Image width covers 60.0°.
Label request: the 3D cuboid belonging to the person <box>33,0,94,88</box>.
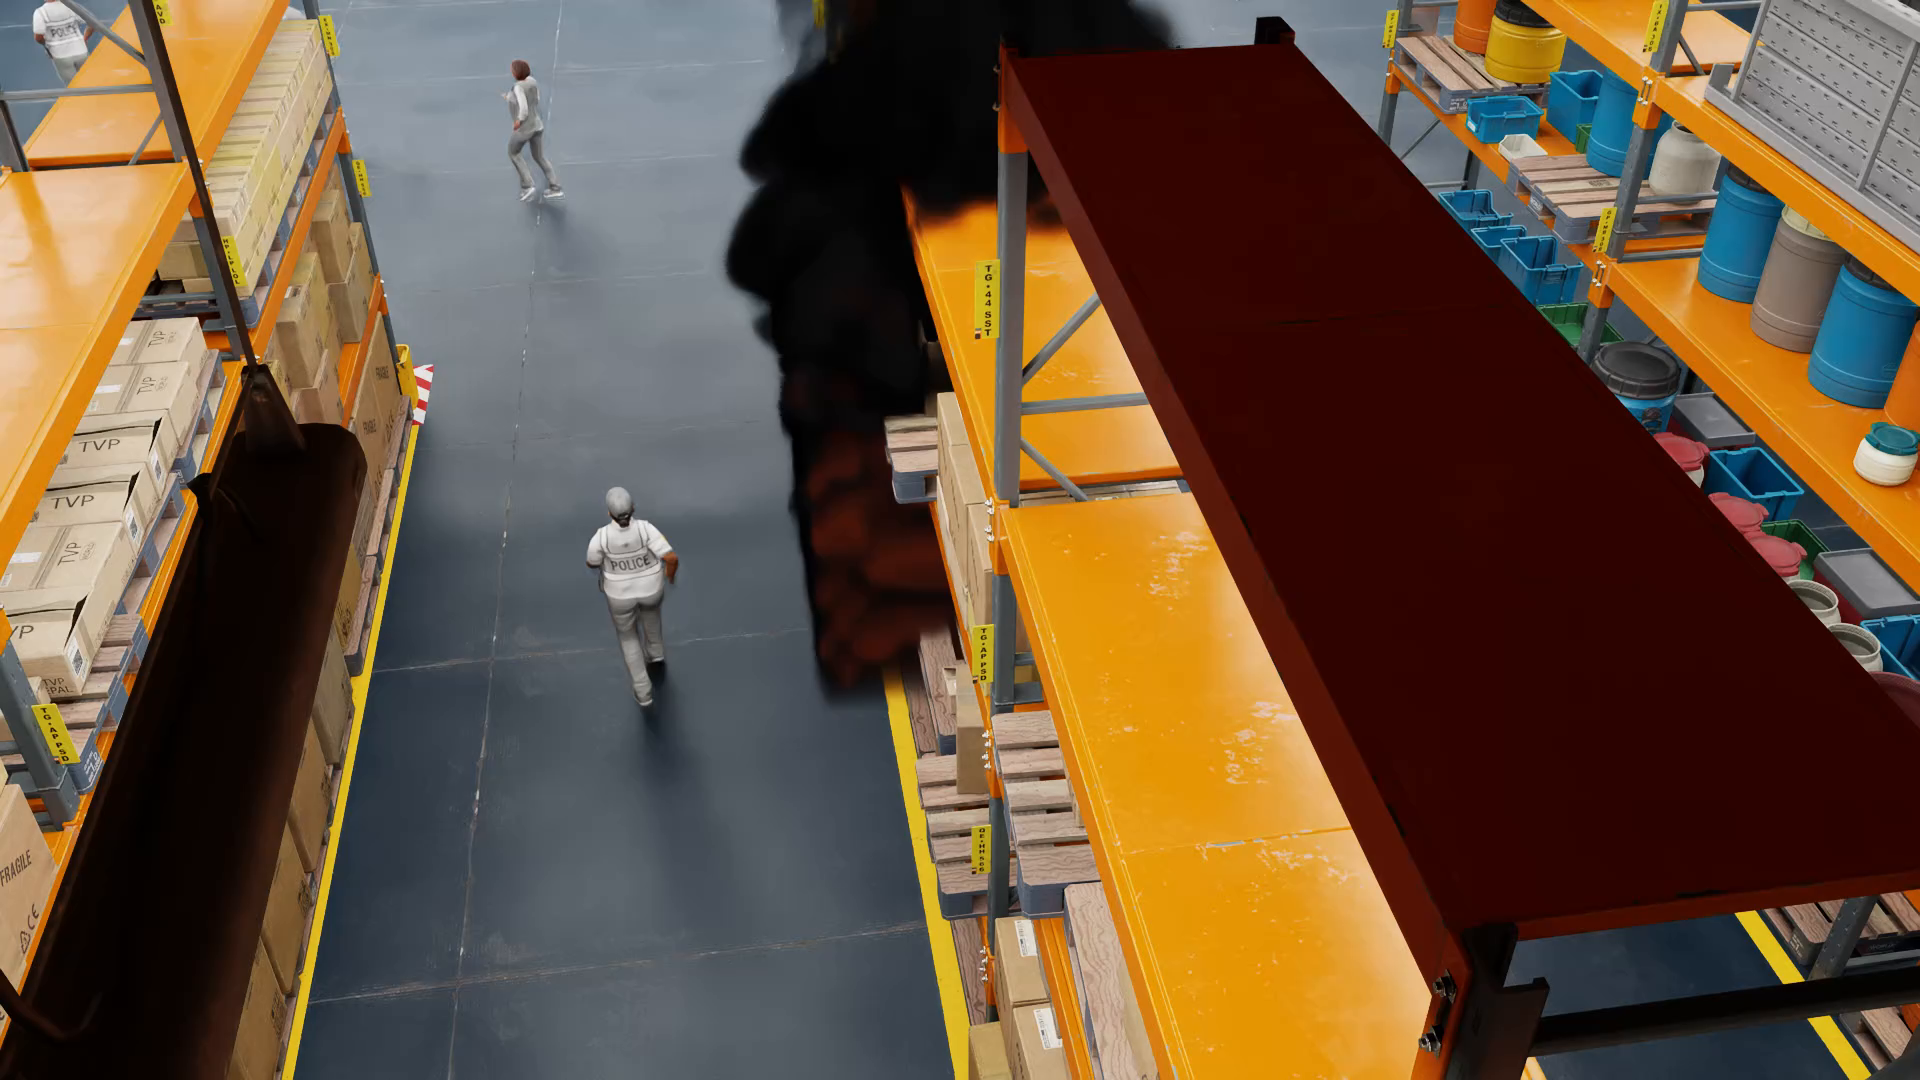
[{"bbox_3d":[-10.629,-5.790,19.859,0.886,1.792,0.670,26,44,31],"label":"person"}]

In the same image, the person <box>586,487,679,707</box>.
[{"bbox_3d":[-2.249,0.386,11.533,0.579,1.729,0.764,-14,39,-18],"label":"person"}]

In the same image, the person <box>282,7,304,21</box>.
[{"bbox_3d":[-7.612,-5.342,19.301,0.714,1.682,0.627,19,41,24],"label":"person"}]

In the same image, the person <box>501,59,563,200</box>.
[{"bbox_3d":[-4.724,-4.458,18.174,0.667,1.639,0.514,18,40,23],"label":"person"}]
